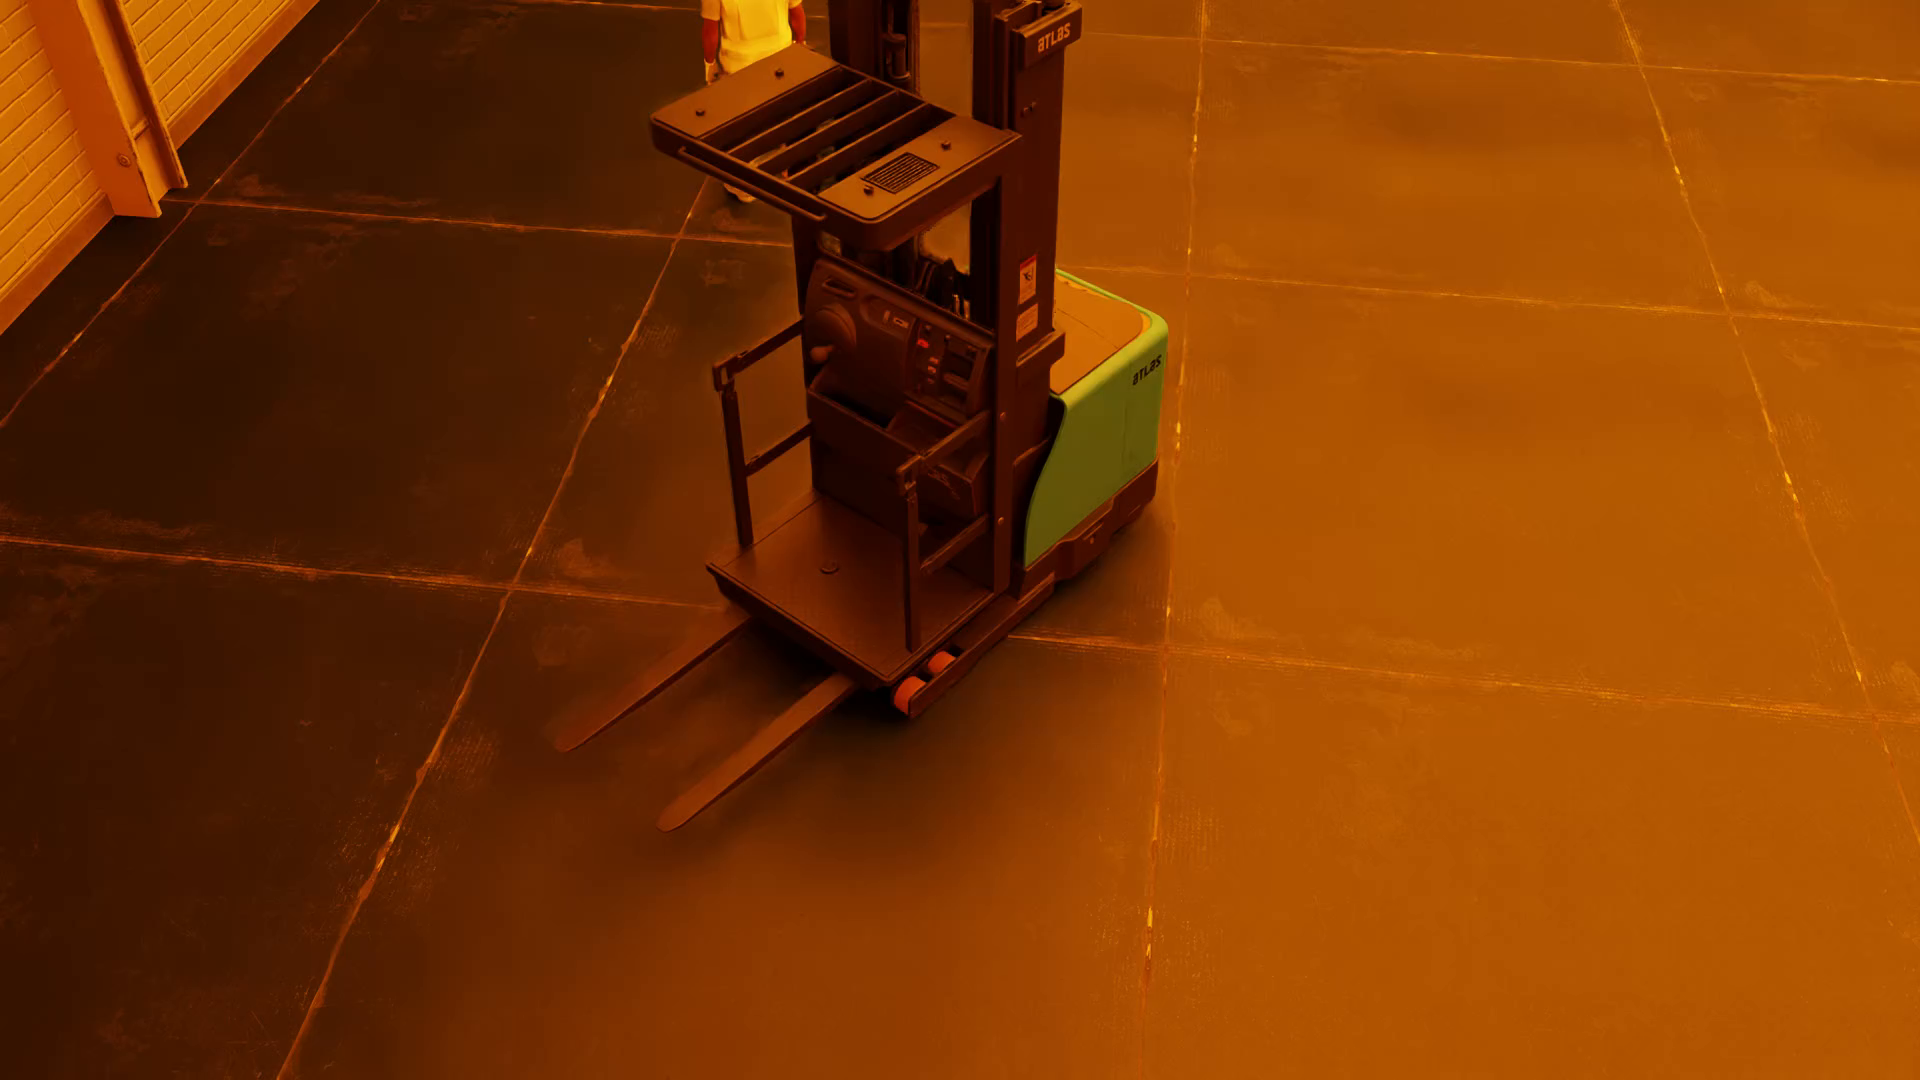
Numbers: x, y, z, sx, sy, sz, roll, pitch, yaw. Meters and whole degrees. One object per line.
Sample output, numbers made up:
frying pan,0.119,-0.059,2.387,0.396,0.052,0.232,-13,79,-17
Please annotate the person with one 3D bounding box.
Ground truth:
person,-1.184,-2.790,9.621,0.621,1.774,0.436,-14,44,-15

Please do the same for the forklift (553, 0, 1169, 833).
forklift,-0.397,-0.721,6.509,1.130,2.935,3.031,30,50,29
